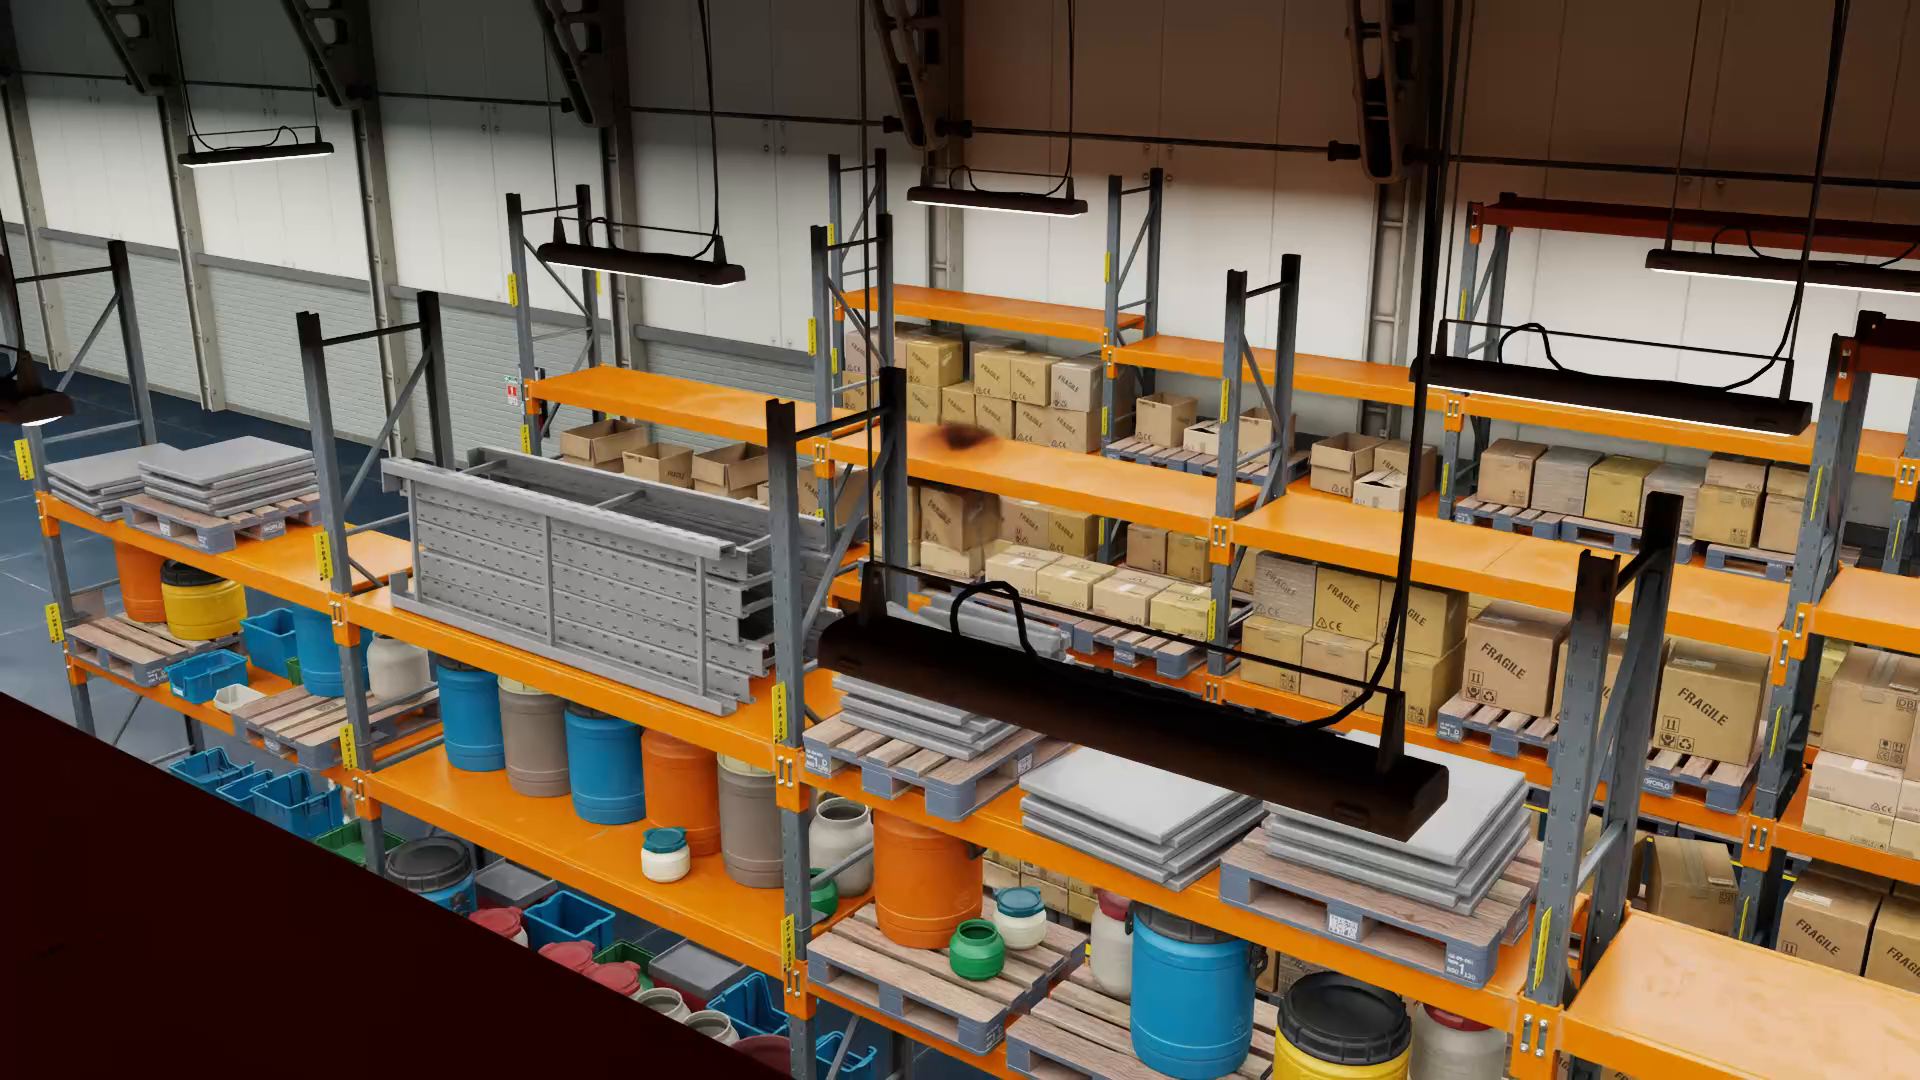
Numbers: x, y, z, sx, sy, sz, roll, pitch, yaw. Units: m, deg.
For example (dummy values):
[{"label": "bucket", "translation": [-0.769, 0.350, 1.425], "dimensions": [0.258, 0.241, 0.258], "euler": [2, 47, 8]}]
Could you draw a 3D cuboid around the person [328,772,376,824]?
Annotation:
[{"label": "person", "translation": [-5.654, 2.352, 15.570], "dimensions": [0.598, 1.720, 0.519], "euler": [0, 18, 1]}]
